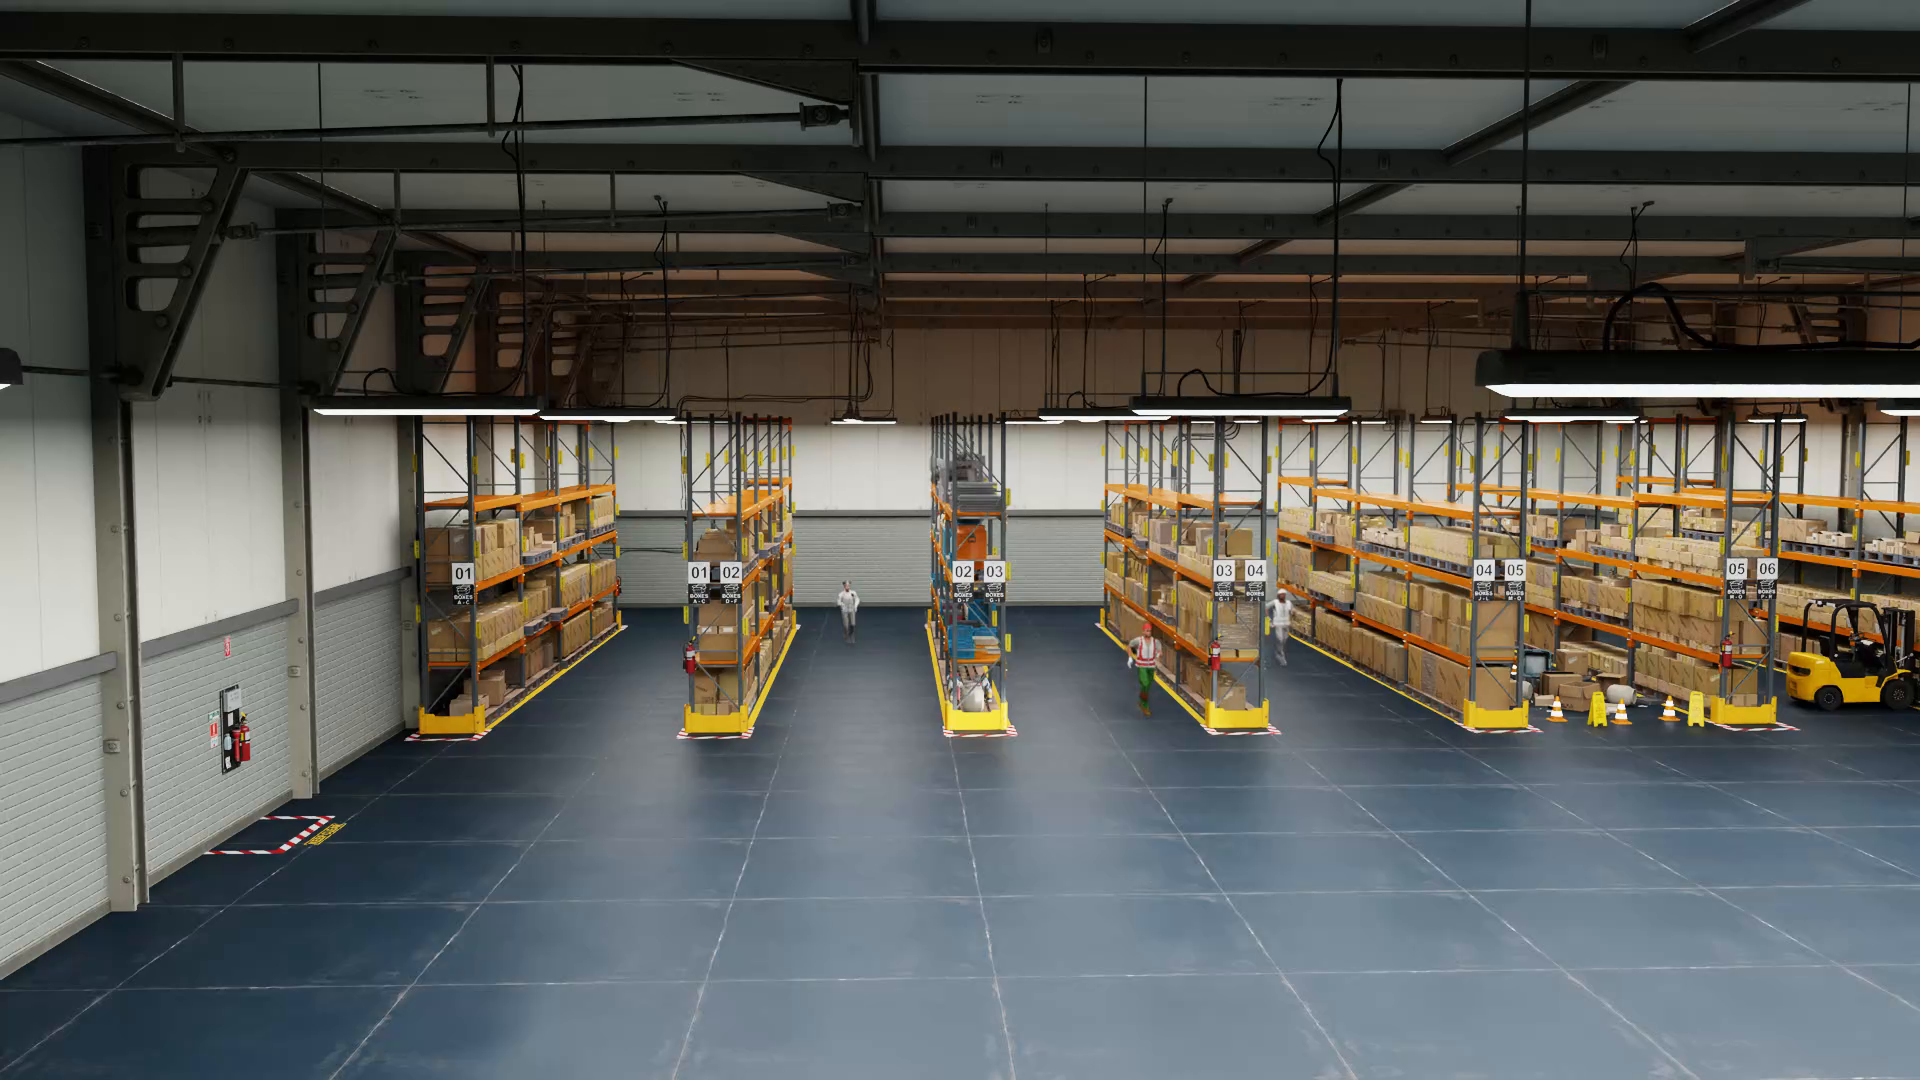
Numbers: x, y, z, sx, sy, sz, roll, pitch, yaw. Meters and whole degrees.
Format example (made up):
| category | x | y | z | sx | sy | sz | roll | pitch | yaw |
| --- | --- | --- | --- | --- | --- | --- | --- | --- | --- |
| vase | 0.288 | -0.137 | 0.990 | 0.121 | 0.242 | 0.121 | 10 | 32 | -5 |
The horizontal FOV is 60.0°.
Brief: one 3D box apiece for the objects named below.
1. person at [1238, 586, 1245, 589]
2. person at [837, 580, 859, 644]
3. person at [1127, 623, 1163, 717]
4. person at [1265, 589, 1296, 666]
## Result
| category | x | y | z | sx | sy | sz | roll | pitch | yaw |
| --- | --- | --- | --- | --- | --- | --- | --- | --- | --- |
| person | 7.945 | 1.587 | 48.369 | 0.680 | 1.774 | 0.662 | -2 | 4 | -27 |
| person | -2.935 | 1.903 | 43.836 | 0.588 | 1.686 | 0.653 | -1 | 4 | -8 |
| person | 3.698 | 2.571 | 33.112 | 0.643 | 1.844 | 0.876 | -1 | 4 | -17 |
| person | 7.766 | 2.080 | 40.156 | 0.671 | 1.819 | 0.897 | -1 | 4 | -15 |
